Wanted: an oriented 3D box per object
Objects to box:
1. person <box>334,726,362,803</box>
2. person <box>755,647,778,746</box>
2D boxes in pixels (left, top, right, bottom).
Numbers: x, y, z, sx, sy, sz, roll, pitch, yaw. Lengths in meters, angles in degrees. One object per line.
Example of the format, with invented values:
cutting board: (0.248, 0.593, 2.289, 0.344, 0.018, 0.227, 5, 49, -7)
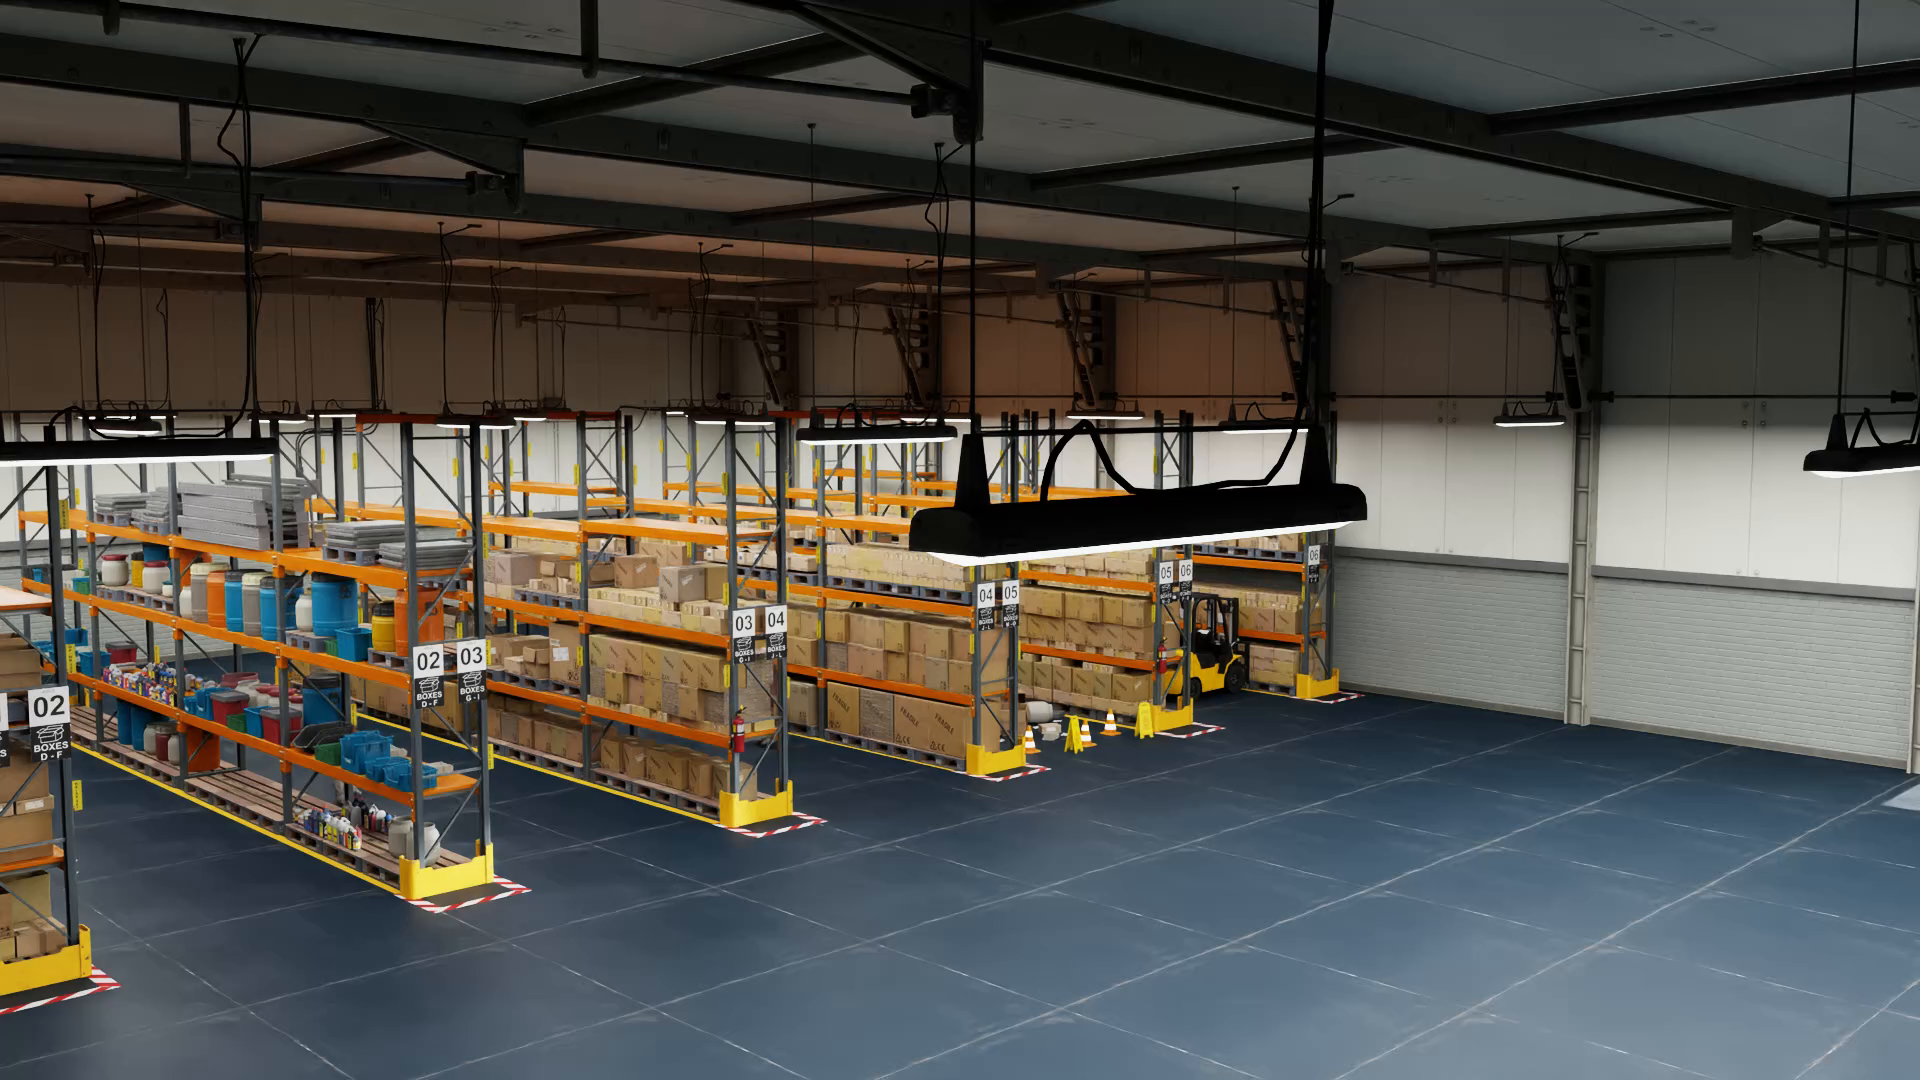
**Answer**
person: (-9.648, 3.189, 25.878, 0.583, 1.772, 0.491, -2, 6, -26)
person: (-3.504, 2.826, 30.030, 0.614, 1.776, 0.605, 4, 6, 40)
